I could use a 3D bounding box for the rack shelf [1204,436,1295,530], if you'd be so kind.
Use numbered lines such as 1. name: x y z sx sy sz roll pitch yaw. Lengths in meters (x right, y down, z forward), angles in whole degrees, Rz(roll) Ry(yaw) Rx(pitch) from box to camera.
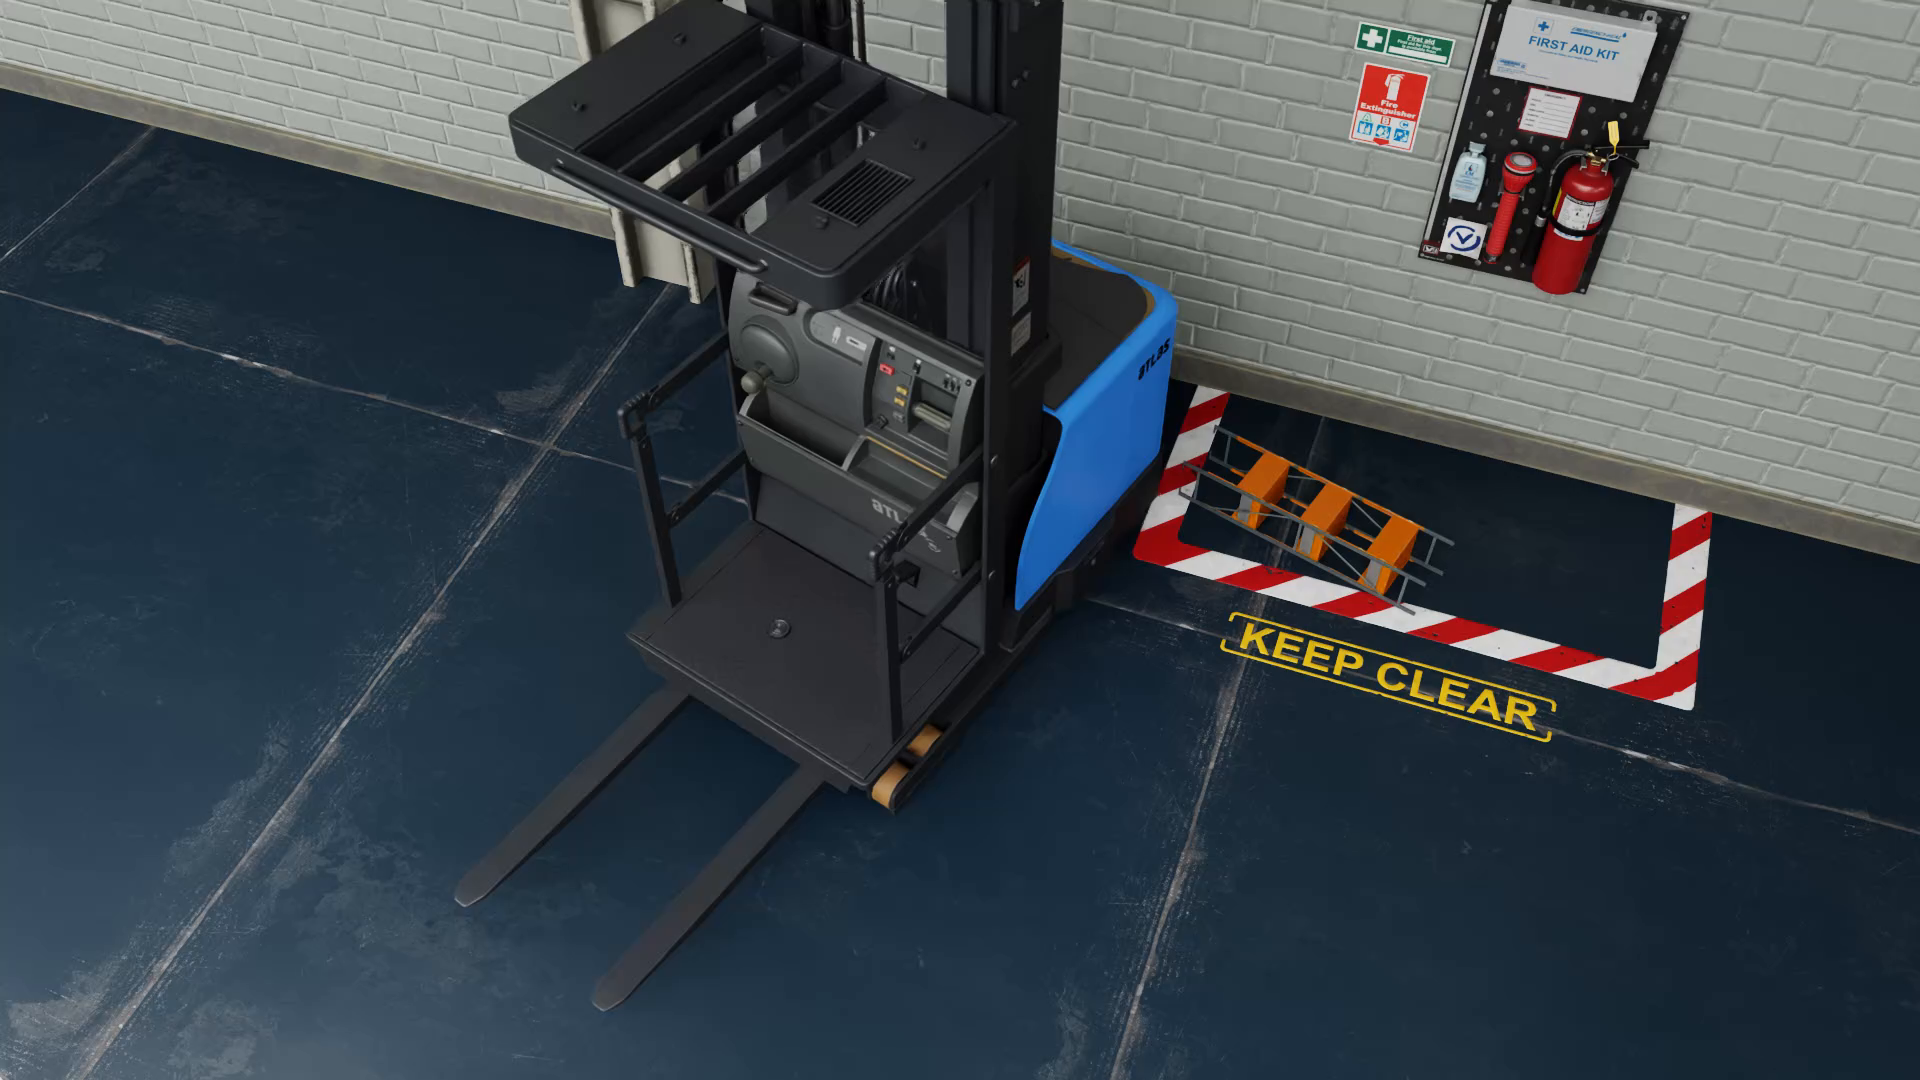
1. rack shelf: 1.150 -0.219 6.645 0.259 0.215 0.240 29 56 22

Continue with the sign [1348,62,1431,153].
1. sign: 1.533 -1.545 5.947 0.234 0.329 0.001 16 51 13

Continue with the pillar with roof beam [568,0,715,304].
1. pillar with roof beam: -2.800 -1.126 1.637 0.400 9.000 9.100 16 51 13

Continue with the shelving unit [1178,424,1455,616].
1. shelving unit: 1.384 -0.088 6.538 1.050 0.215 0.252 29 56 22

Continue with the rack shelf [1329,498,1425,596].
1. rack shelf: 1.606 0.036 6.437 0.259 0.215 0.240 29 56 22

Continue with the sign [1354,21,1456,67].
1. sign: 1.534 -1.711 5.740 0.331 0.109 0.001 16 51 13

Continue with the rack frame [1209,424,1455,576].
1. rack frame: 1.456 -0.164 6.602 1.050 0.200 0.008 29 56 22

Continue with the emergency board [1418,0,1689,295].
1. emergency board: 2.016 -1.315 5.772 0.643 1.169 0.194 16 51 13

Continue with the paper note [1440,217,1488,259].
1. paper note: 1.873 -1.122 6.187 0.142 0.148 0.016 16 51 13

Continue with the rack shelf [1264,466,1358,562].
1. rack shelf: 1.376 -0.093 6.542 0.259 0.215 0.240 29 56 22

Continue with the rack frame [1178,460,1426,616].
1. rack frame: 1.313 -0.012 6.475 1.050 0.200 0.008 29 56 22

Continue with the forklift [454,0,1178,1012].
1. forklift: -0.469 -0.448 5.065 1.130 2.935 3.031 29 55 23
